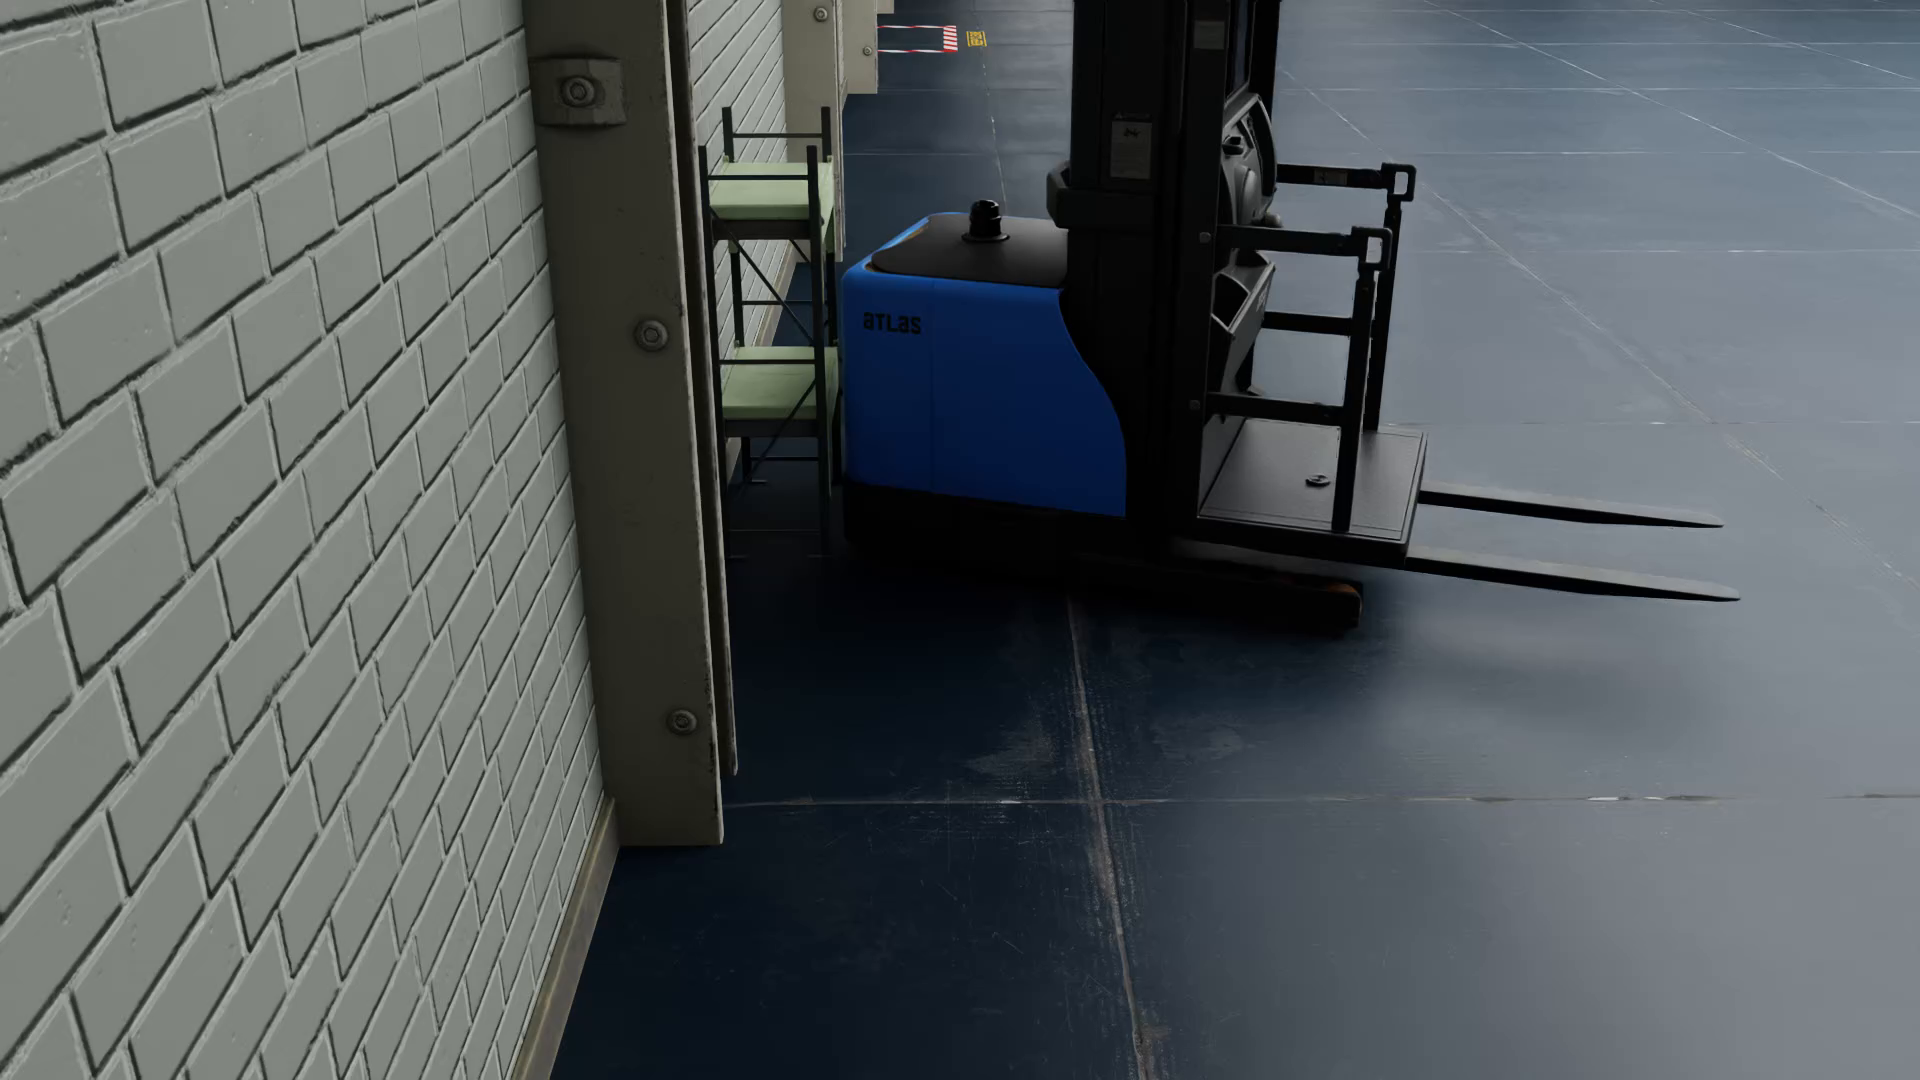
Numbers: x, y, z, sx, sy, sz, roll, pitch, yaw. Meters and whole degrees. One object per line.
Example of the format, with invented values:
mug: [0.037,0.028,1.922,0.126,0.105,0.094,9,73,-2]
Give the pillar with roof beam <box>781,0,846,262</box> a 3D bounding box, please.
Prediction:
pillar with roof beam: [3.445,-5.858,8.281,9.100,9.000,0.400,0,24,-1]

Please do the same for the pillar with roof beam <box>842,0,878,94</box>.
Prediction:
pillar with roof beam: [3.379,-8.330,13.748,9.100,9.000,0.400,0,24,-1]

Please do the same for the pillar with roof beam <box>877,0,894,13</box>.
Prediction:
pillar with roof beam: [3.314,-10.802,19.214,9.100,9.000,0.400,0,24,-1]

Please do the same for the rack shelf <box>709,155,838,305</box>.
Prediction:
rack shelf: [-0.676,-1.123,5.966,0.431,0.370,0.720,0,24,-1]

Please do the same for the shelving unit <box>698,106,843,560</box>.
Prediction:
shelving unit: [-0.676,-0.767,6.127,0.431,1.500,0.755,0,24,-1]

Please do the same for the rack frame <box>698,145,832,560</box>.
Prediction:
rack frame: [-0.672,-0.617,5.793,0.400,1.500,0.023,0,24,-1]

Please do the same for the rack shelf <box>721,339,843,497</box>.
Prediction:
rack shelf: [-0.676,-0.470,6.261,0.431,0.370,0.720,0,24,-1]

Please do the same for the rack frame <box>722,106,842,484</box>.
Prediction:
rack frame: [-0.680,-0.918,6.460,0.400,1.500,0.023,0,24,-1]

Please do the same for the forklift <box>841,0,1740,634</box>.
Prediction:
forklift: [1.150,-1.269,5.500,3.031,2.935,1.130,8,25,17]

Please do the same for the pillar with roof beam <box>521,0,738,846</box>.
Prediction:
pillar with roof beam: [3.510,-3.385,2.815,9.100,9.000,0.400,0,24,-1]
